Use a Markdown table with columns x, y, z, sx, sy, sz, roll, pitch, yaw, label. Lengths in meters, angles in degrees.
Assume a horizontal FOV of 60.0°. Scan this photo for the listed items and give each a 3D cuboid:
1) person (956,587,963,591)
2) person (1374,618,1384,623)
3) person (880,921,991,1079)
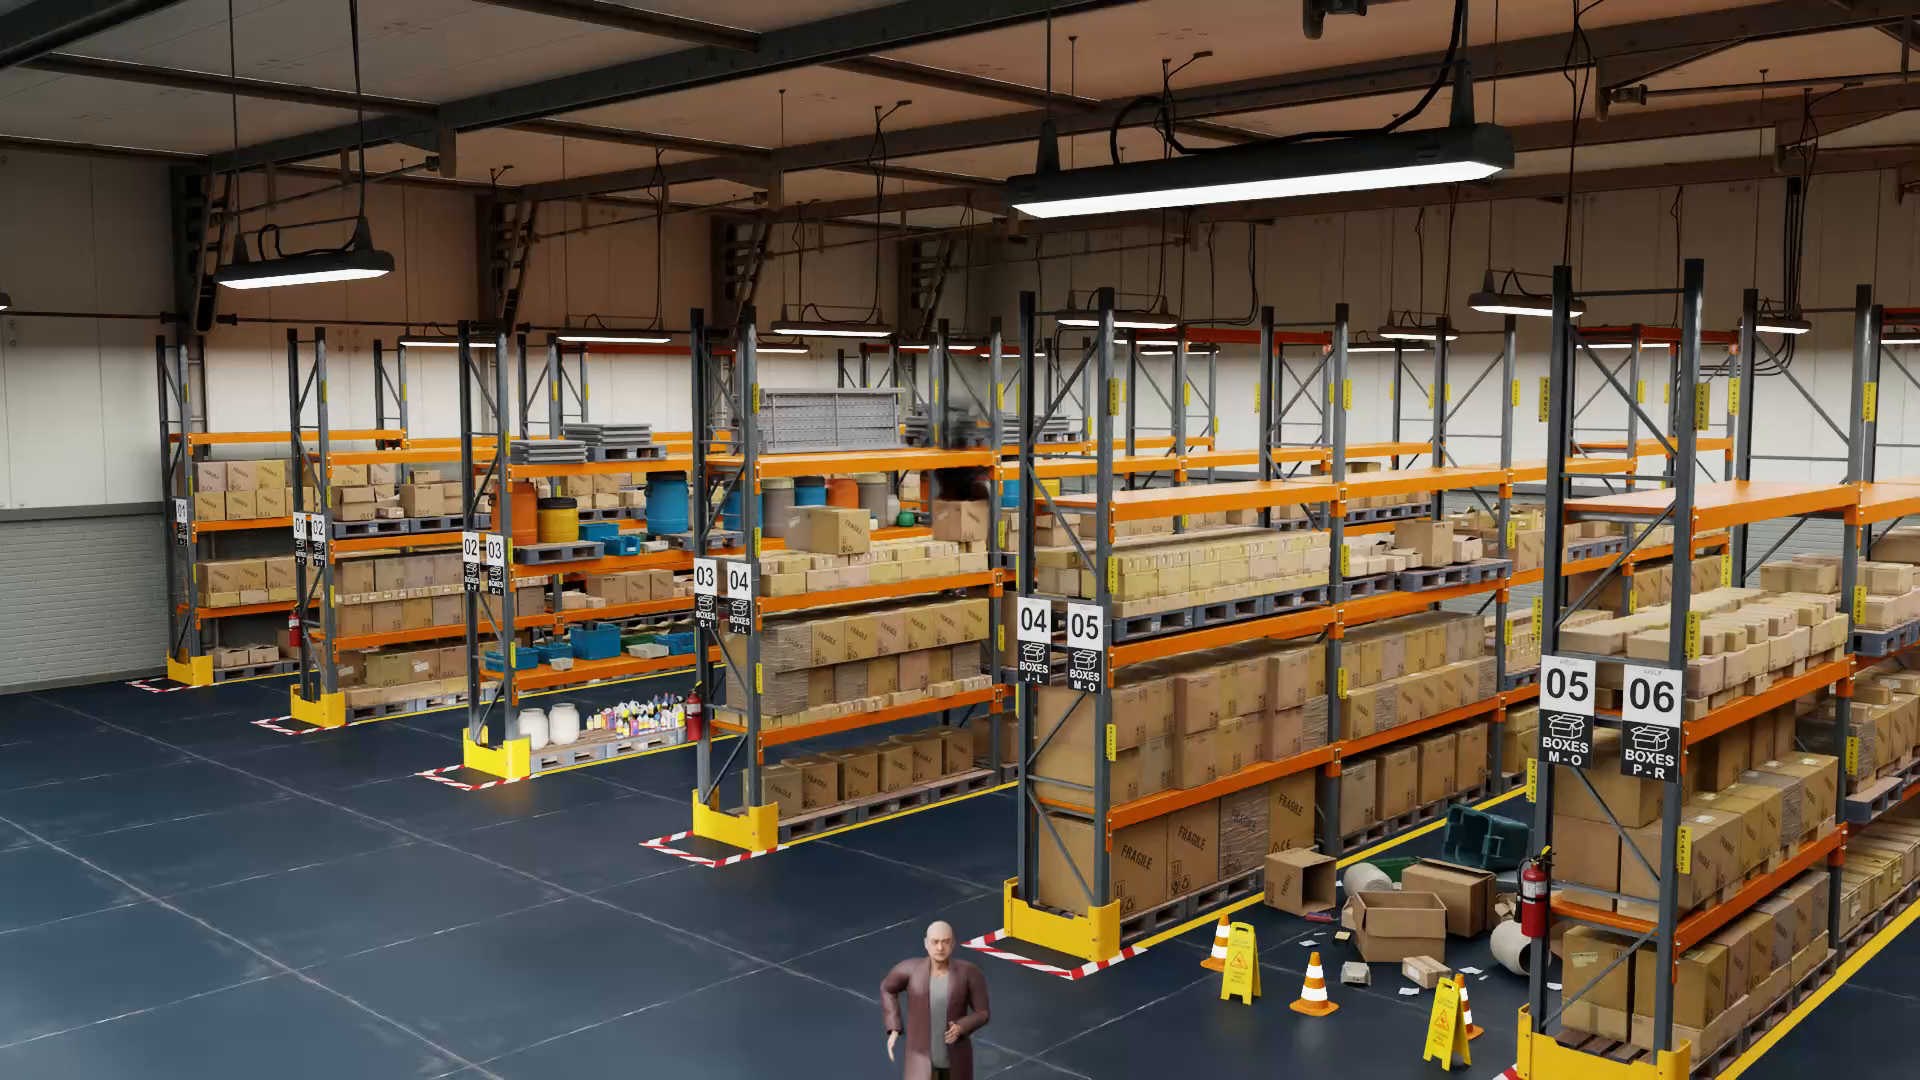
| x | y | z | sx | sy | sz | roll | pitch | yaw | label |
| --- | --- | --- | --- | --- | --- | --- | --- | --- | --- |
| 0.207 | 1.208 | 33.100 | 0.702 | 1.726 | 0.592 | 3 | 6 | 32 | person |
| 6.454 | 1.979 | 25.700 | 0.531 | 1.550 | 0.555 | 4 | 7 | 35 | person |
| -0.145 | 3.302 | 10.509 | 0.675 | 1.790 | 0.762 | -1 | 5 | -7 | person |
